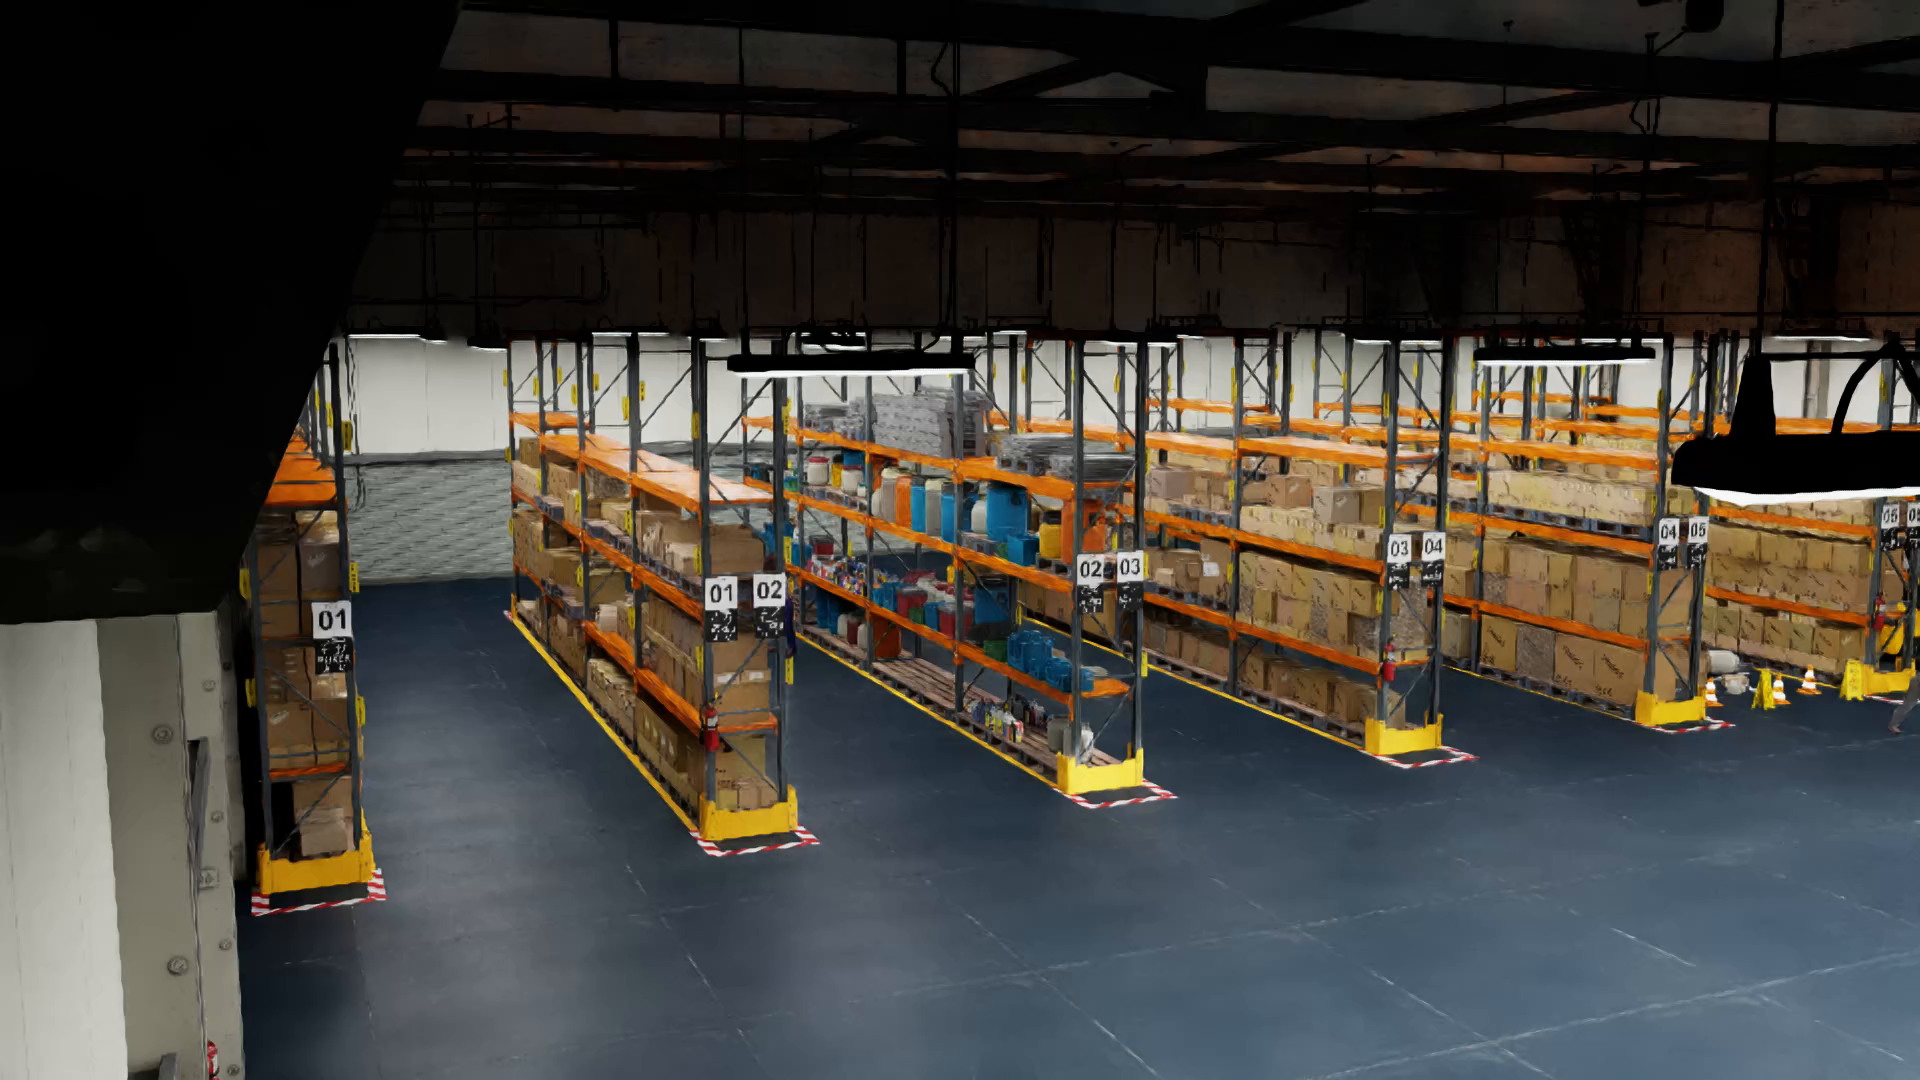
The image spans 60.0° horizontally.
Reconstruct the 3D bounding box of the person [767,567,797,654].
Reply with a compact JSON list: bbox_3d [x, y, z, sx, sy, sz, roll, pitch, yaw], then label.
[{"bbox_3d":[-3.337,1.282,31.110,0.569,1.638,0.617,-1,8,-4],"label":"person"}]

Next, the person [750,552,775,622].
[{"bbox_3d":[-4.054,0.858,34.035,0.630,1.729,1.046,0,8,-2],"label":"person"}]

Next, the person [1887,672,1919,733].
[{"bbox_3d":[14.509,2.142,25.018,0.621,1.588,0.828,-6,10,-39],"label":"person"}]

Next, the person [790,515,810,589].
[{"bbox_3d":[-3.844,0.290,38.045,0.671,1.748,0.713,5,9,34],"label":"person"}]
